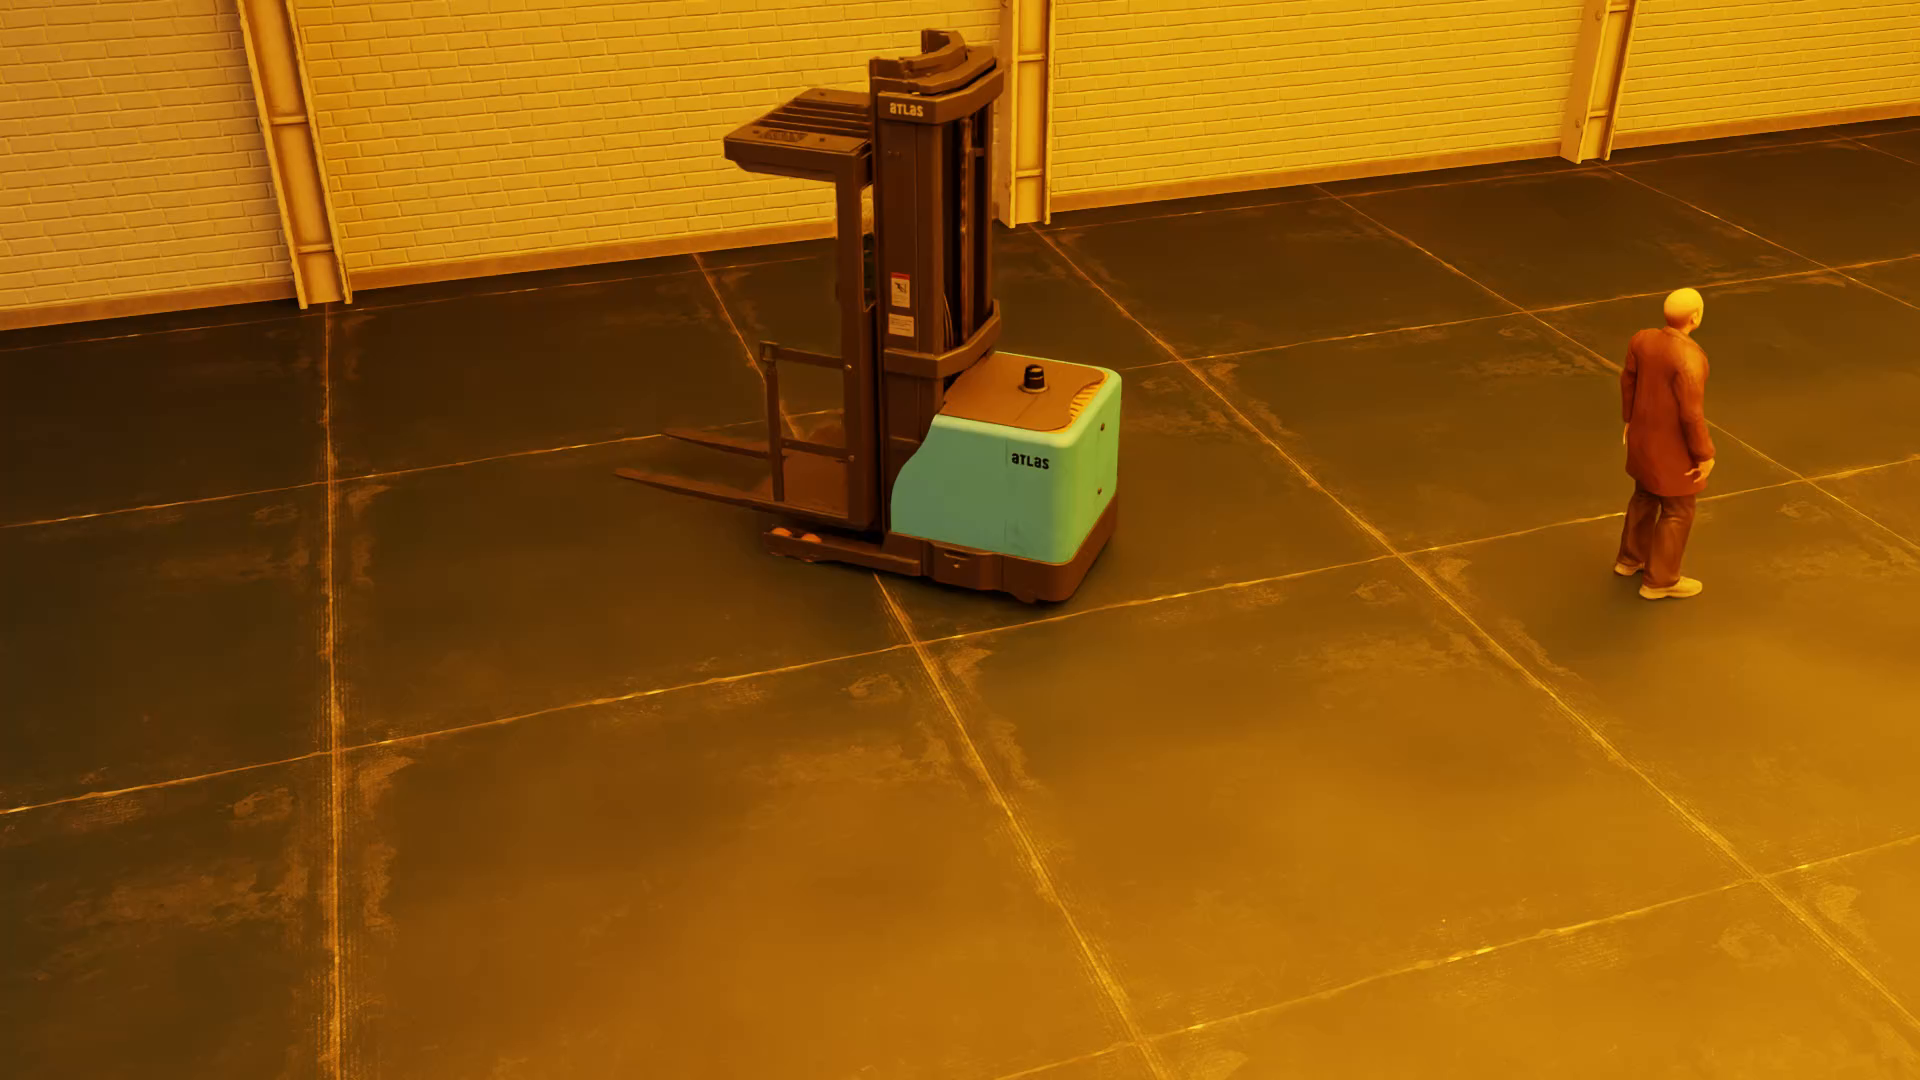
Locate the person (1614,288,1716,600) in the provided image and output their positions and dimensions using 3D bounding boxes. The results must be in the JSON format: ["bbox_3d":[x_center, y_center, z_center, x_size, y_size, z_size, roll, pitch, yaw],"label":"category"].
[{"bbox_3d":[3.946,-0.539,9.195,0.495,1.793,0.683,-8,31,-13],"label":"person"}]

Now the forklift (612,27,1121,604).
[{"bbox_3d":[-0.626,-1.369,9.466,3.031,2.935,1.130,11,32,19],"label":"forklift"}]
